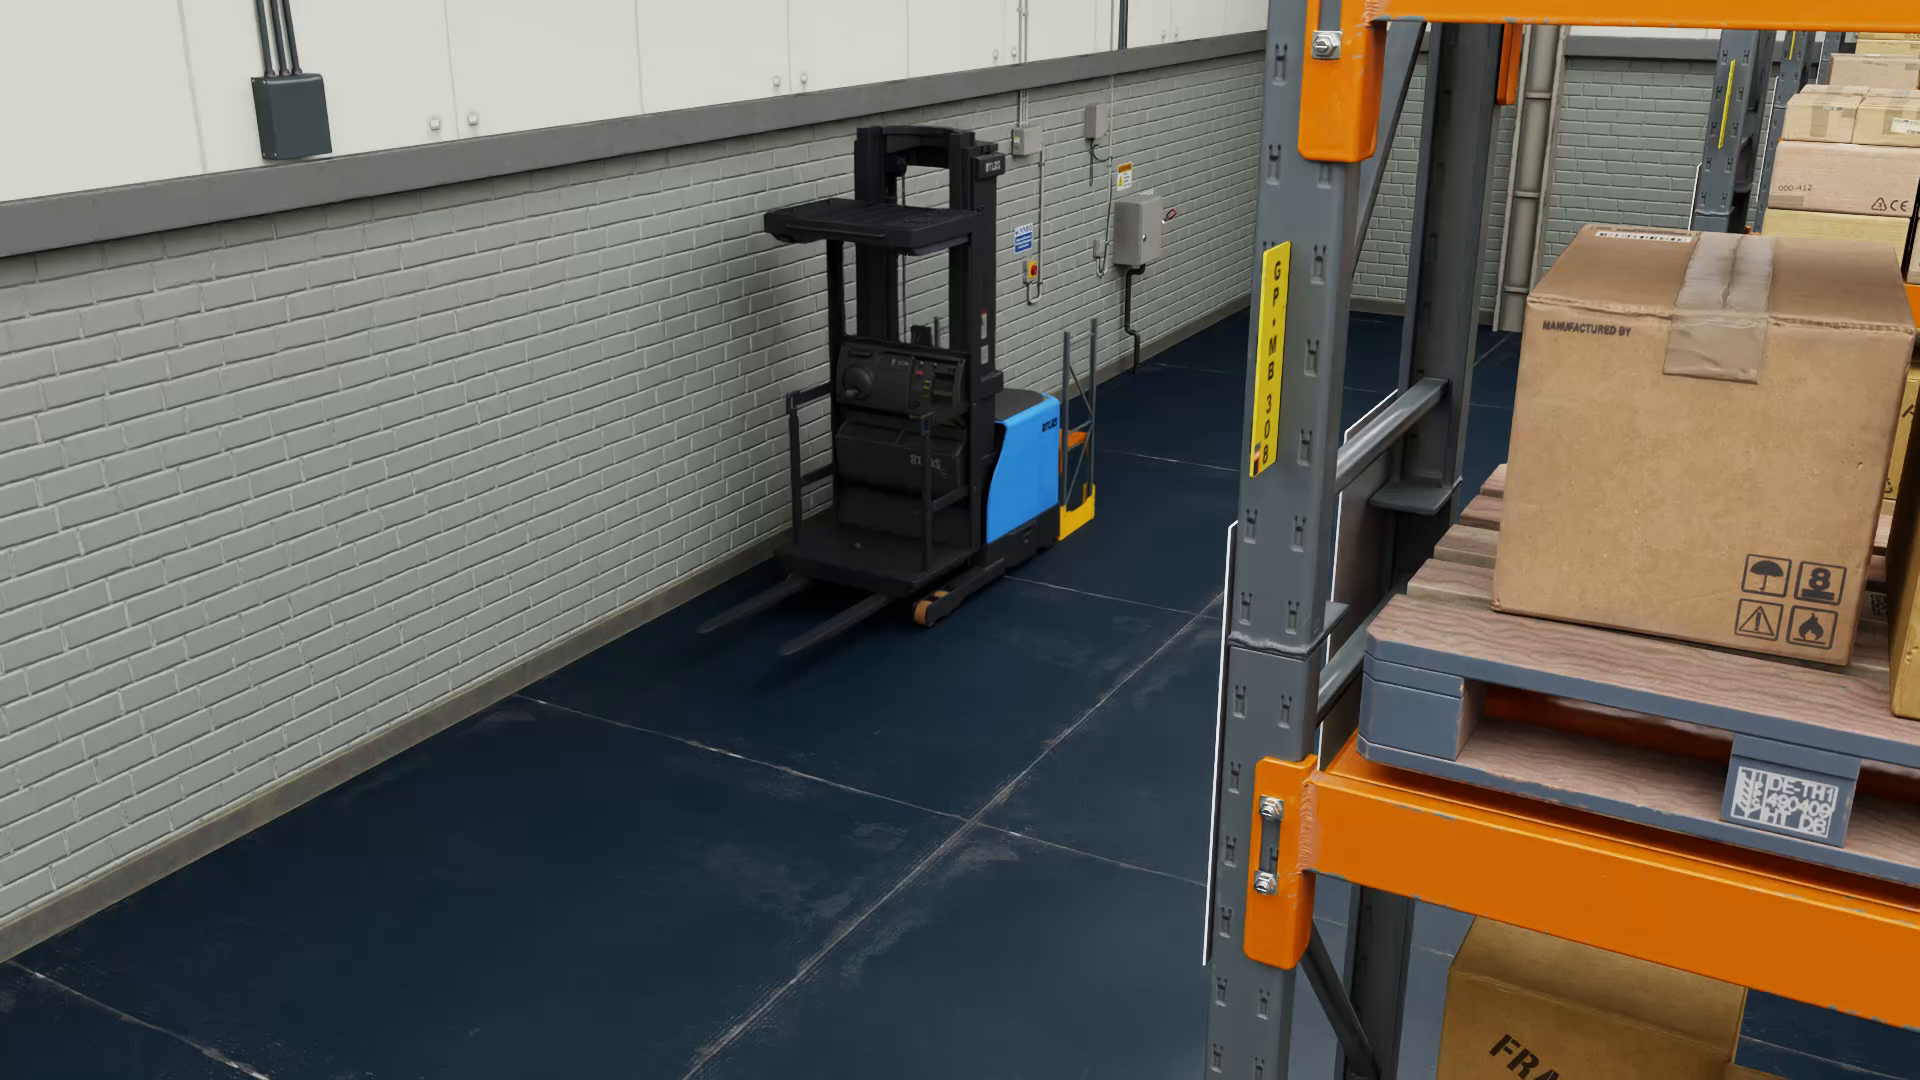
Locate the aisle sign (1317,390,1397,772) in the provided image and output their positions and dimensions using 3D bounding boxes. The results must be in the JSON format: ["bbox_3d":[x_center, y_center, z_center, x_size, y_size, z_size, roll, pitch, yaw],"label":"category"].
[{"bbox_3d":[0.802,0.114,3.340,0.004,0.787,0.394,11,23,27],"label":"aisle sign"}]

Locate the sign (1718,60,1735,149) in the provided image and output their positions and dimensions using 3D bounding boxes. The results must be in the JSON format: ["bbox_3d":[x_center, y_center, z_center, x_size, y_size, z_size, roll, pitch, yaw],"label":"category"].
[{"bbox_3d":[2.962,-1.682,6.422,0.005,0.325,0.100,11,23,27],"label":"sign"}]

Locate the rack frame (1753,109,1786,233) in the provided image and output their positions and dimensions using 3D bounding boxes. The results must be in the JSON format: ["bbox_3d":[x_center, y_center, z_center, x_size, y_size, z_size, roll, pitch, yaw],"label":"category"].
[{"bbox_3d":[5.552,-1.513,11.637,0.127,3.000,1.000,11,23,27],"label":"rack frame"}]

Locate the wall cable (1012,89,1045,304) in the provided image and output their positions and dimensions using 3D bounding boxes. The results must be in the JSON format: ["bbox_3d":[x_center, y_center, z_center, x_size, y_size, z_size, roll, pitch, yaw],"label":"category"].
[{"bbox_3d":[0.618,-2.936,14.024,0.123,1.953,0.585,11,23,27],"label":"wall cable"}]

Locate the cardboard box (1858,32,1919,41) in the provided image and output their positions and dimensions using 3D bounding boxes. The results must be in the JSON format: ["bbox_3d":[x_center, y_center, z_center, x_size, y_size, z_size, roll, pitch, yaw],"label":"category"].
[{"bbox_3d":[8.234,-4.557,14.681,0.500,0.250,0.500,11,22,27],"label":"cardboard box"}]

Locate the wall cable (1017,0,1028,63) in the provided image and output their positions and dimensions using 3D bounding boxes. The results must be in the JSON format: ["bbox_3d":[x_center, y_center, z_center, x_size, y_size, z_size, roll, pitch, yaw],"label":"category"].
[{"bbox_3d":[0.449,-5.195,12.990,0.029,3.000,0.463,11,23,27],"label":"wall cable"}]

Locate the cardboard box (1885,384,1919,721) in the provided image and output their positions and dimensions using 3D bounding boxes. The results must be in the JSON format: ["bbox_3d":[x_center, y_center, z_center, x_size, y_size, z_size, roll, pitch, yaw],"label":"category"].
[{"bbox_3d":[1.631,-0.064,2.335,0.500,0.500,0.700,10,22,25],"label":"cardboard box"}]

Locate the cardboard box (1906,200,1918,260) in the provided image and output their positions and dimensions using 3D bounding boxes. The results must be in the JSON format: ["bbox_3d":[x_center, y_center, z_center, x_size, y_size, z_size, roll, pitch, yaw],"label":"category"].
[{"bbox_3d":[3.752,-1.365,7.051,0.500,0.250,0.500,10,22,26],"label":"cardboard box"}]

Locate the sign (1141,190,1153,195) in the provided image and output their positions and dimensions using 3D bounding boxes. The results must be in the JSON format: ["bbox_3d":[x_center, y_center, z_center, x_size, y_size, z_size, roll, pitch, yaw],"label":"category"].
[{"bbox_3d":[1.830,-3.181,16.376,0.001,0.494,0.329,11,23,27],"label":"sign"}]

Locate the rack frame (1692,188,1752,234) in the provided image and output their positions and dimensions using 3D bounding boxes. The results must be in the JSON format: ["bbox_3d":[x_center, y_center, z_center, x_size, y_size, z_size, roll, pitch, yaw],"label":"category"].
[{"bbox_3d":[3.226,-0.022,7.528,0.127,3.000,1.000,11,23,27],"label":"rack frame"}]

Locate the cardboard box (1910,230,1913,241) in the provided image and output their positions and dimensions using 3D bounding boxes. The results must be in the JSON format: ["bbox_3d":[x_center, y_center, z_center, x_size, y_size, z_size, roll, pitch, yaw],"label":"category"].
[{"bbox_3d":[6.287,-1.781,10.764,0.500,0.500,0.500,10,22,26],"label":"cardboard box"}]

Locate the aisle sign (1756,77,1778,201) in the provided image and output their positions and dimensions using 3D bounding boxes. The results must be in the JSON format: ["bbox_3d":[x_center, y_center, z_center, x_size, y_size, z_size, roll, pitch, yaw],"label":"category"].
[{"bbox_3d":[5.348,-2.661,10.988,0.004,0.787,0.394,11,23,27],"label":"aisle sign"}]

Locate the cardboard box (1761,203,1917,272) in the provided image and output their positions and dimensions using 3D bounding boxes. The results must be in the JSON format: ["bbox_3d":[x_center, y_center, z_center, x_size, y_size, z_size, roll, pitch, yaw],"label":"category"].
[{"bbox_3d":[3.493,-1.211,6.626,0.500,0.250,0.500,12,23,29],"label":"cardboard box"}]

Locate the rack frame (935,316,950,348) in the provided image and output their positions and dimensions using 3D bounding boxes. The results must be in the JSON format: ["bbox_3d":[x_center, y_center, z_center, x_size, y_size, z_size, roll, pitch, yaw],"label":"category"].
[{"bbox_3d":[-0.048,-0.960,12.313,0.032,1.500,0.500,11,22,27],"label":"rack frame"}]

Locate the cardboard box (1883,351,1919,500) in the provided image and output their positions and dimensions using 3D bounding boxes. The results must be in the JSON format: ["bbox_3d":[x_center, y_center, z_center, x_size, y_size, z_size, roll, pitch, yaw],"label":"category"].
[{"bbox_3d":[3.932,-0.444,6.640,0.500,0.500,0.500,12,23,29],"label":"cardboard box"}]

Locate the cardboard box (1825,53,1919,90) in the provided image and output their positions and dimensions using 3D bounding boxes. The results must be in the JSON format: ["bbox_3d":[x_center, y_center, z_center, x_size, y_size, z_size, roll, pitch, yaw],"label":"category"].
[{"bbox_3d":[5.989,-3.049,10.930,0.500,0.250,0.500,9,22,22],"label":"cardboard box"}]

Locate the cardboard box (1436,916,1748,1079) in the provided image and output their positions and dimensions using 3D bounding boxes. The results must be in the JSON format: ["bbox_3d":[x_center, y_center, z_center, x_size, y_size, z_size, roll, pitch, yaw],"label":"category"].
[{"bbox_3d":[1.272,1.018,3.343,0.500,0.500,0.500,11,23,28],"label":"cardboard box"}]

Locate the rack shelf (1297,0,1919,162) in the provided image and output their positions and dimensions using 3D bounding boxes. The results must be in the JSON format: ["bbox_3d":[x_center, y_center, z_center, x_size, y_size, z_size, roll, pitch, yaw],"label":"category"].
[{"bbox_3d":[2.465,-0.524,1.755,4.000,0.370,1.077,11,23,27],"label":"rack shelf"}]

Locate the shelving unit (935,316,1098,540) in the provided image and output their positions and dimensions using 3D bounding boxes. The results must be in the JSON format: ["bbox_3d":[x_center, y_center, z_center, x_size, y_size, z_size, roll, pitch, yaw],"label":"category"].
[{"bbox_3d":[0.390,-0.879,12.088,1.083,1.500,0.587,11,22,27],"label":"shelving unit"}]

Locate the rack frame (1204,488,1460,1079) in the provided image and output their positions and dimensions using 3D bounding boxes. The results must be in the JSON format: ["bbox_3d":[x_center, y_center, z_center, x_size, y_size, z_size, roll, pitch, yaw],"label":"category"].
[{"bbox_3d":[0.719,1.437,3.504,0.127,3.000,1.000,11,23,27],"label":"rack frame"}]

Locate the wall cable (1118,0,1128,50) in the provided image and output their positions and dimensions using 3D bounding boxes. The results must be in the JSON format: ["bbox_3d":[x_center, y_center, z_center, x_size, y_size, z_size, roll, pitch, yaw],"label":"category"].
[{"bbox_3d":[2.209,-6.259,15.869,0.133,3.039,2.988,11,23,27],"label":"wall cable"}]

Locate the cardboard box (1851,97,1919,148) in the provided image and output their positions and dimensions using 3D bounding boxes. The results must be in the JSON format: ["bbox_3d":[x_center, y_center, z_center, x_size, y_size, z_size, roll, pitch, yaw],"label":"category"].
[{"bbox_3d":[3.611,-1.615,6.422,0.250,0.149,0.380,12,23,29],"label":"cardboard box"}]

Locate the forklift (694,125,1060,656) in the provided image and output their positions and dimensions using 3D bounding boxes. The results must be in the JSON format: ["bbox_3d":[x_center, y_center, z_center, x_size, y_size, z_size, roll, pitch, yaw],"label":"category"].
[{"bbox_3d":[-0.490,-1.017,10.370,1.130,2.935,3.031,12,23,29],"label":"forklift"}]

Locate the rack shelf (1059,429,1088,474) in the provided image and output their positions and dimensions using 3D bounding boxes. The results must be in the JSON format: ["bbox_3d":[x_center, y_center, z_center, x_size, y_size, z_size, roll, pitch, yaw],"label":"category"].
[{"bbox_3d":[0.398,-0.708,12.145,1.000,0.185,0.538,11,22,27],"label":"rack shelf"}]

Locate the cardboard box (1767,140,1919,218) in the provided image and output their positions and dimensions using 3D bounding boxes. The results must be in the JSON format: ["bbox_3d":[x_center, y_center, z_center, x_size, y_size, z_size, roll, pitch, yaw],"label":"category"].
[{"bbox_3d":[3.491,-1.445,6.538,0.500,0.250,0.500,11,23,28],"label":"cardboard box"}]

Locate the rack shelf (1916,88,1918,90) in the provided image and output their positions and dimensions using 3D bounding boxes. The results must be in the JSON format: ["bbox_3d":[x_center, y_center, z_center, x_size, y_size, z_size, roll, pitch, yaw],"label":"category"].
[{"bbox_3d":[9.715,-3.730,14.406,4.000,0.370,1.077,11,23,27],"label":"rack shelf"}]

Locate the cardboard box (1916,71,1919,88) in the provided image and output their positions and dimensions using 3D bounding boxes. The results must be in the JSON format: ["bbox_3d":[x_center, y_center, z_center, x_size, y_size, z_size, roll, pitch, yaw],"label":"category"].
[{"bbox_3d":[8.592,-4.077,14.676,0.250,0.149,0.380,11,23,28],"label":"cardboard box"}]

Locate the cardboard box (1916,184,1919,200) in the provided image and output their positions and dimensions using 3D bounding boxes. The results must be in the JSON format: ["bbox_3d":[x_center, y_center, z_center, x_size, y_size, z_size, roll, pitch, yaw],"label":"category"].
[{"bbox_3d":[3.752,-1.596,6.954,0.500,0.250,0.500,10,22,26],"label":"cardboard box"}]

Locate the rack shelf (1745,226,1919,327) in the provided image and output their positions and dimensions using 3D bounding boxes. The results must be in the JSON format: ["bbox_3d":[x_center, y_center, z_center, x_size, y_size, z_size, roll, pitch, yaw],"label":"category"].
[{"bbox_3d":[4.972,-0.762,6.222,4.000,0.370,1.077,11,23,27],"label":"rack shelf"}]

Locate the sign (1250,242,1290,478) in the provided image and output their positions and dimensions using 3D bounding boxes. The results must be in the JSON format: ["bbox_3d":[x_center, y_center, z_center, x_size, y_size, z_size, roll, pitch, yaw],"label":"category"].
[{"bbox_3d":[0.443,-0.257,2.377,0.005,0.325,0.100,11,23,27],"label":"sign"}]

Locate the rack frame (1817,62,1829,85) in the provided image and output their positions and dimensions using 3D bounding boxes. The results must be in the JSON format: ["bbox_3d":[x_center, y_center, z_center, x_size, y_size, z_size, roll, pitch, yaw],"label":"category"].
[{"bbox_3d":[7.969,-2.991,15.712,0.127,3.000,1.000,11,23,27],"label":"rack frame"}]

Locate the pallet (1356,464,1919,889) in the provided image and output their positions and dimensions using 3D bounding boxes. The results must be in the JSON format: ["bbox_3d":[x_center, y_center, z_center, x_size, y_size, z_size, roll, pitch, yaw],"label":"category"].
[{"bbox_3d":[1.372,0.189,2.676,1.213,0.211,1.003,11,23,27],"label":"pallet"}]

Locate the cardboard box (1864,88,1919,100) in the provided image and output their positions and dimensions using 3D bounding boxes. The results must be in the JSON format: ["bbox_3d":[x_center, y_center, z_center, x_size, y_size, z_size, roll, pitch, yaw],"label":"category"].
[{"bbox_3d":[3.838,-1.753,6.802,0.250,0.149,0.380,11,23,28],"label":"cardboard box"}]
